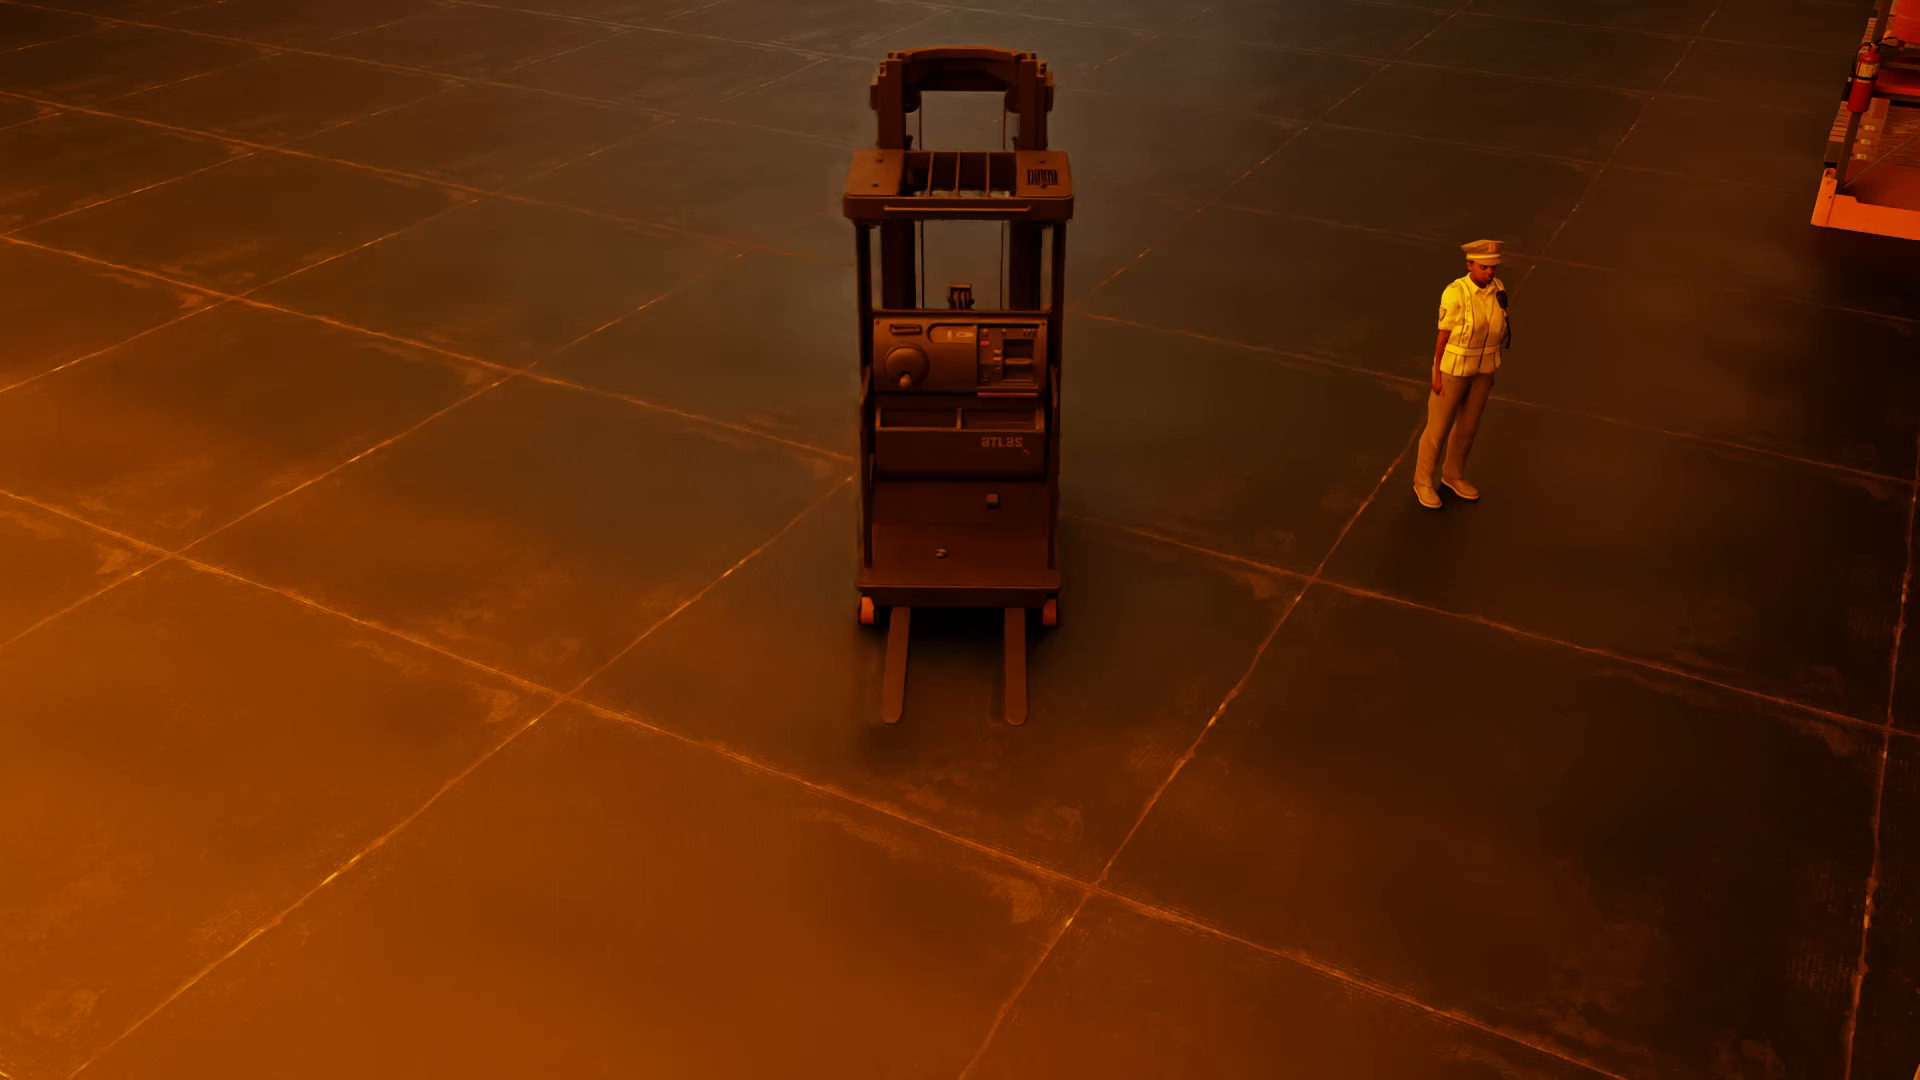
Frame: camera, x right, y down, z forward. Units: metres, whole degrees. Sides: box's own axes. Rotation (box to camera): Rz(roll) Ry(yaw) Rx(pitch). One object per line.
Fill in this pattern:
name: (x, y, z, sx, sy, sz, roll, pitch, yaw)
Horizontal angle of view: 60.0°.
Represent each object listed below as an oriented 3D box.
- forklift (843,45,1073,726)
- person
forklift: (0.000, -0.946, 8.710, 1.130, 2.935, 3.031, 1, 30, 1)
person: (3.063, -1.023, 10.089, 0.446, 1.692, 0.339, -11, 32, -18)
